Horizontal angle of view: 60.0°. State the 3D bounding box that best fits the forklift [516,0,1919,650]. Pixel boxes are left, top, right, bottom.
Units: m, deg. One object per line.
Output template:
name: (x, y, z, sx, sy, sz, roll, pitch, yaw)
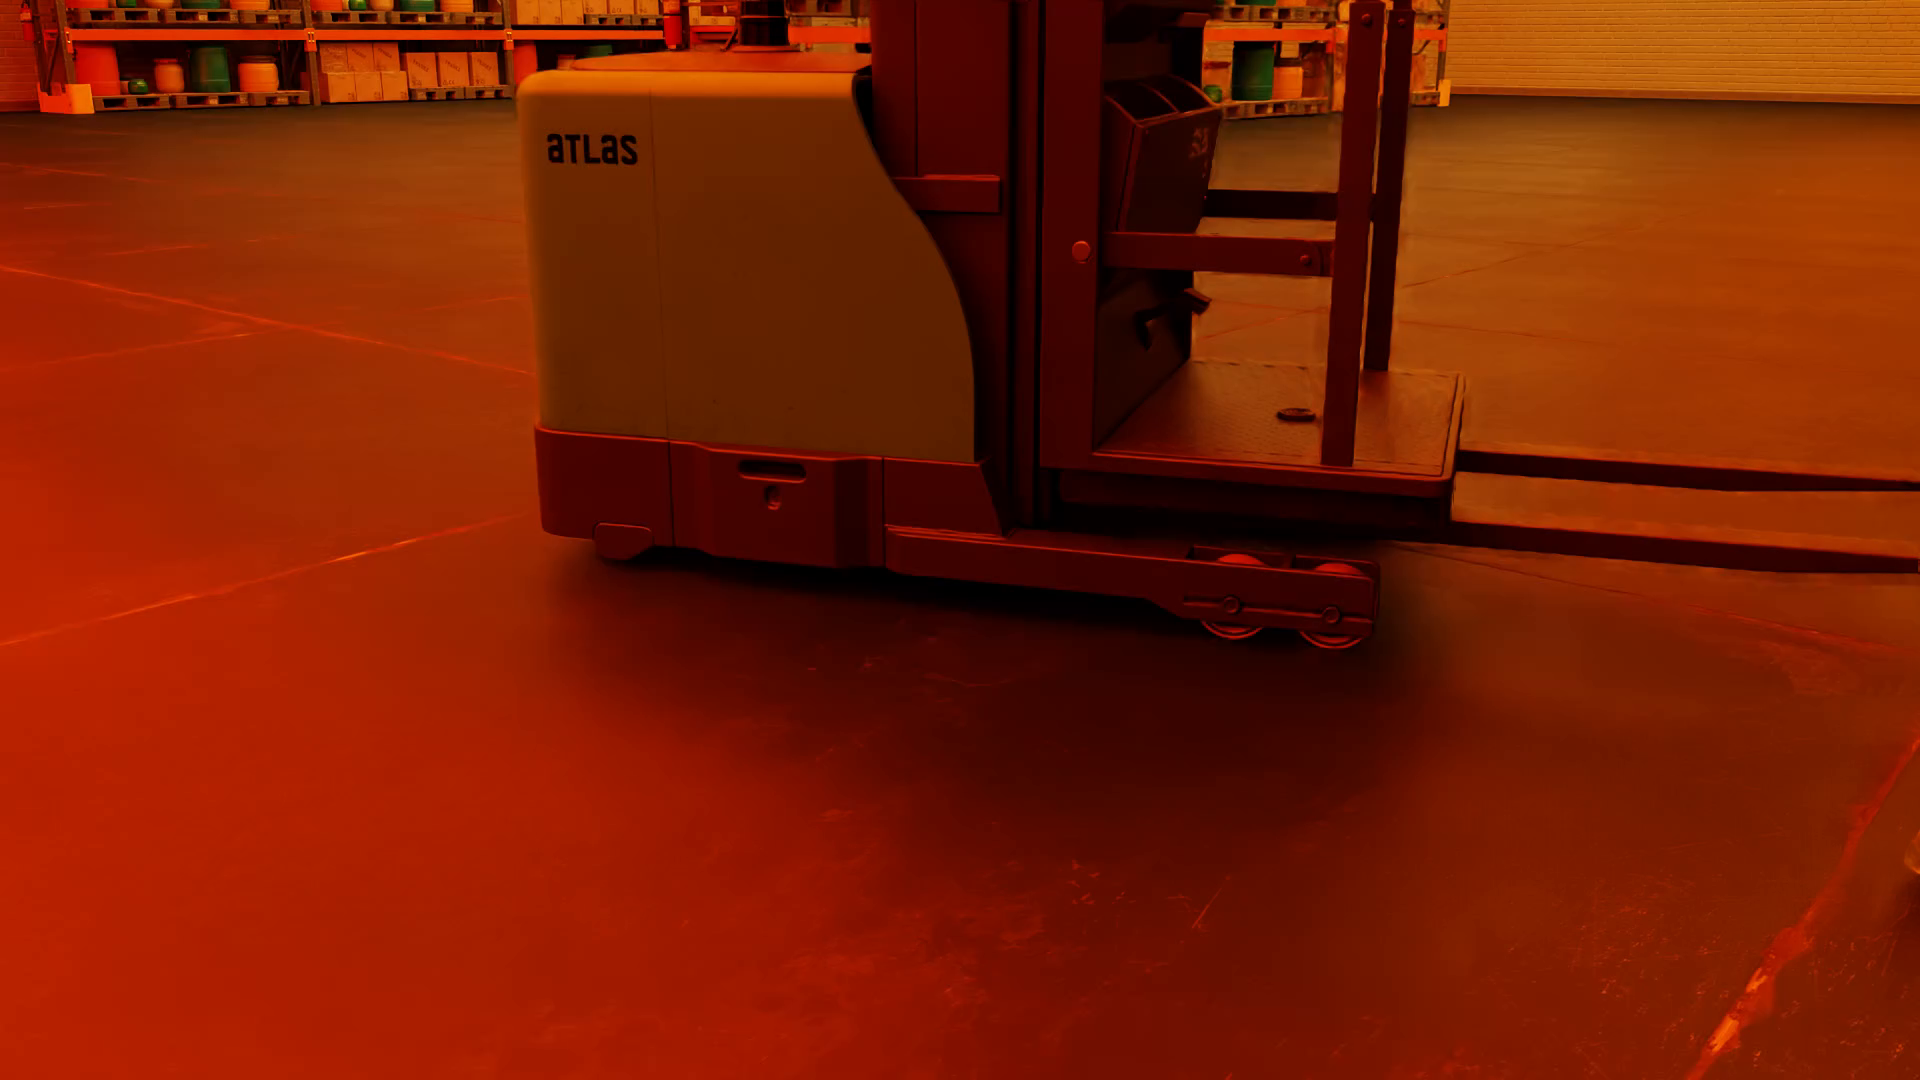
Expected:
forklift: (0.616, -1.361, 3.381, 3.031, 2.935, 1.130, 5, 18, 17)
